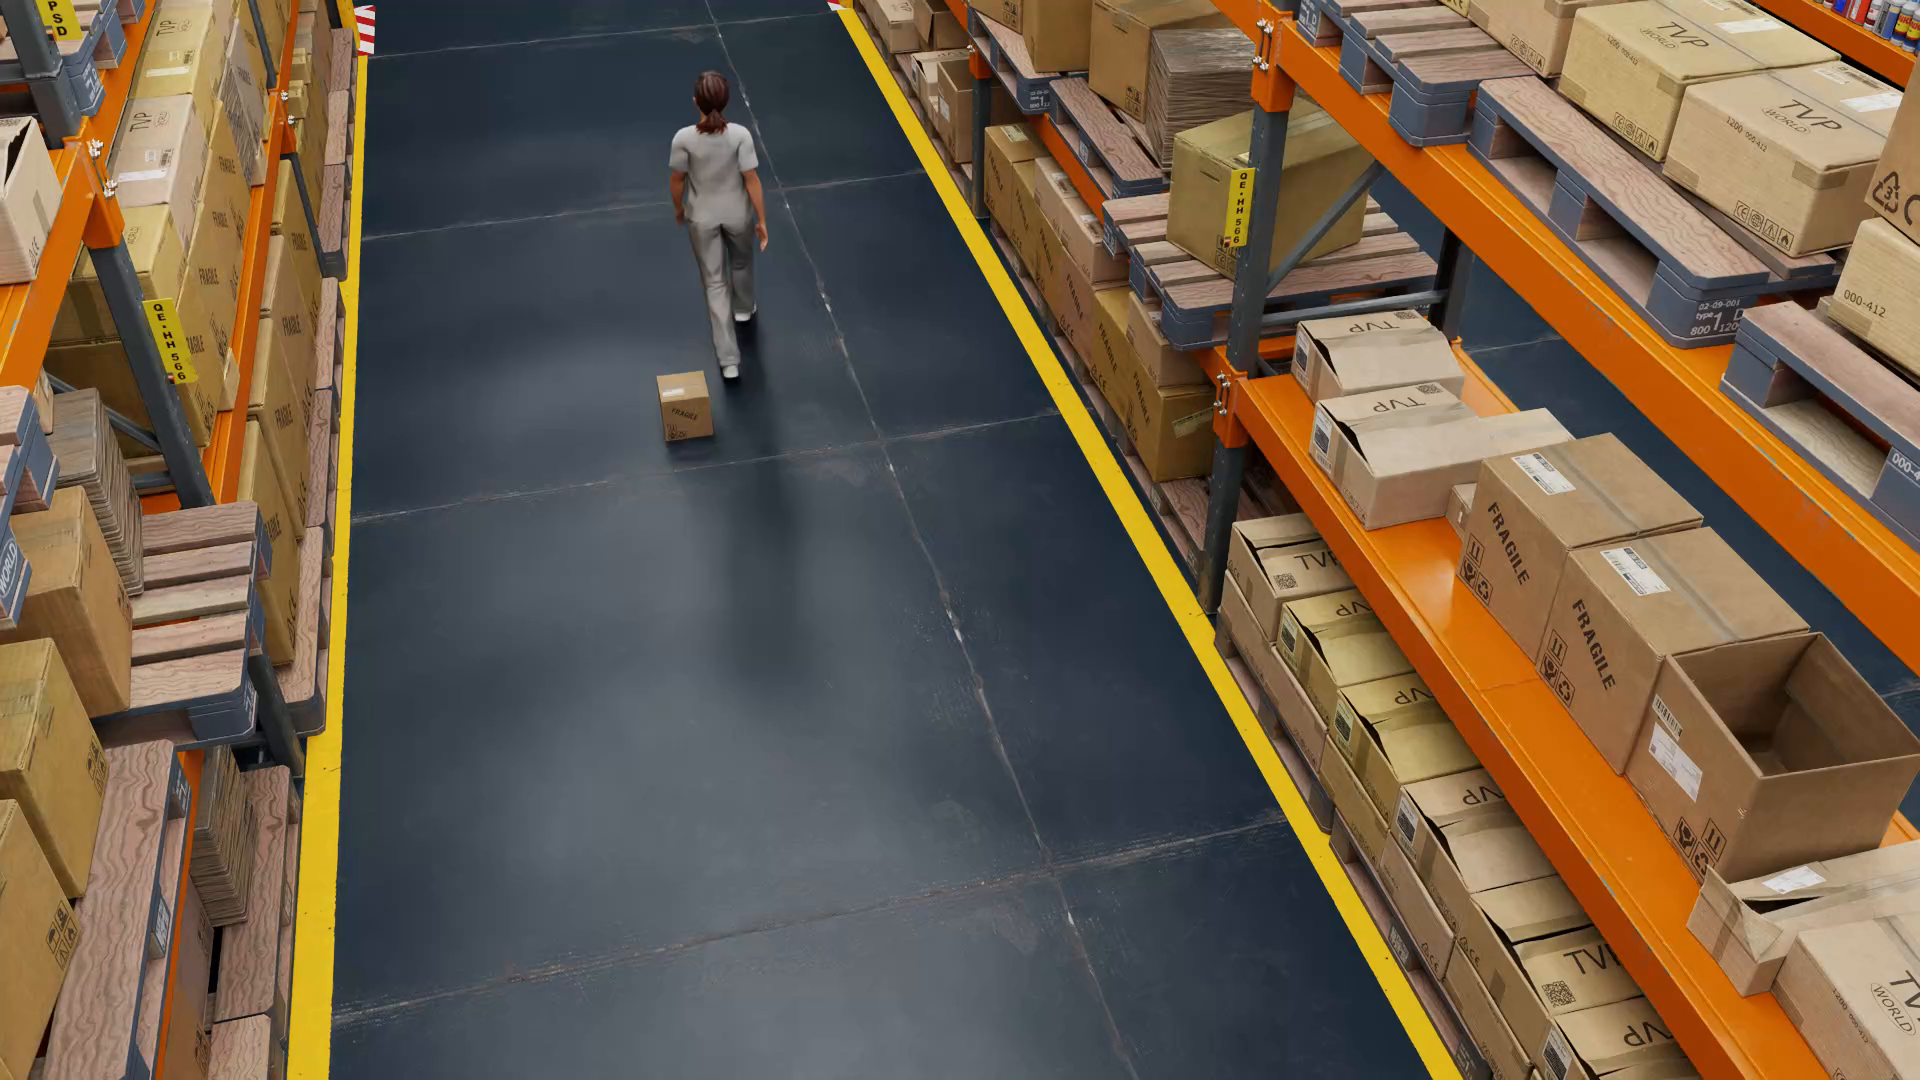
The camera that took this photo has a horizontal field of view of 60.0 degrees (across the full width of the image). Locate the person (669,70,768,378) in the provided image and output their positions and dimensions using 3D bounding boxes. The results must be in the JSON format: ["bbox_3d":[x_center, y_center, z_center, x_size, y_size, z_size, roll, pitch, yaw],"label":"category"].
[{"bbox_3d":[-1.302,-1.765,8.938,0.474,1.647,0.880,-8,39,-11],"label":"person"}]
